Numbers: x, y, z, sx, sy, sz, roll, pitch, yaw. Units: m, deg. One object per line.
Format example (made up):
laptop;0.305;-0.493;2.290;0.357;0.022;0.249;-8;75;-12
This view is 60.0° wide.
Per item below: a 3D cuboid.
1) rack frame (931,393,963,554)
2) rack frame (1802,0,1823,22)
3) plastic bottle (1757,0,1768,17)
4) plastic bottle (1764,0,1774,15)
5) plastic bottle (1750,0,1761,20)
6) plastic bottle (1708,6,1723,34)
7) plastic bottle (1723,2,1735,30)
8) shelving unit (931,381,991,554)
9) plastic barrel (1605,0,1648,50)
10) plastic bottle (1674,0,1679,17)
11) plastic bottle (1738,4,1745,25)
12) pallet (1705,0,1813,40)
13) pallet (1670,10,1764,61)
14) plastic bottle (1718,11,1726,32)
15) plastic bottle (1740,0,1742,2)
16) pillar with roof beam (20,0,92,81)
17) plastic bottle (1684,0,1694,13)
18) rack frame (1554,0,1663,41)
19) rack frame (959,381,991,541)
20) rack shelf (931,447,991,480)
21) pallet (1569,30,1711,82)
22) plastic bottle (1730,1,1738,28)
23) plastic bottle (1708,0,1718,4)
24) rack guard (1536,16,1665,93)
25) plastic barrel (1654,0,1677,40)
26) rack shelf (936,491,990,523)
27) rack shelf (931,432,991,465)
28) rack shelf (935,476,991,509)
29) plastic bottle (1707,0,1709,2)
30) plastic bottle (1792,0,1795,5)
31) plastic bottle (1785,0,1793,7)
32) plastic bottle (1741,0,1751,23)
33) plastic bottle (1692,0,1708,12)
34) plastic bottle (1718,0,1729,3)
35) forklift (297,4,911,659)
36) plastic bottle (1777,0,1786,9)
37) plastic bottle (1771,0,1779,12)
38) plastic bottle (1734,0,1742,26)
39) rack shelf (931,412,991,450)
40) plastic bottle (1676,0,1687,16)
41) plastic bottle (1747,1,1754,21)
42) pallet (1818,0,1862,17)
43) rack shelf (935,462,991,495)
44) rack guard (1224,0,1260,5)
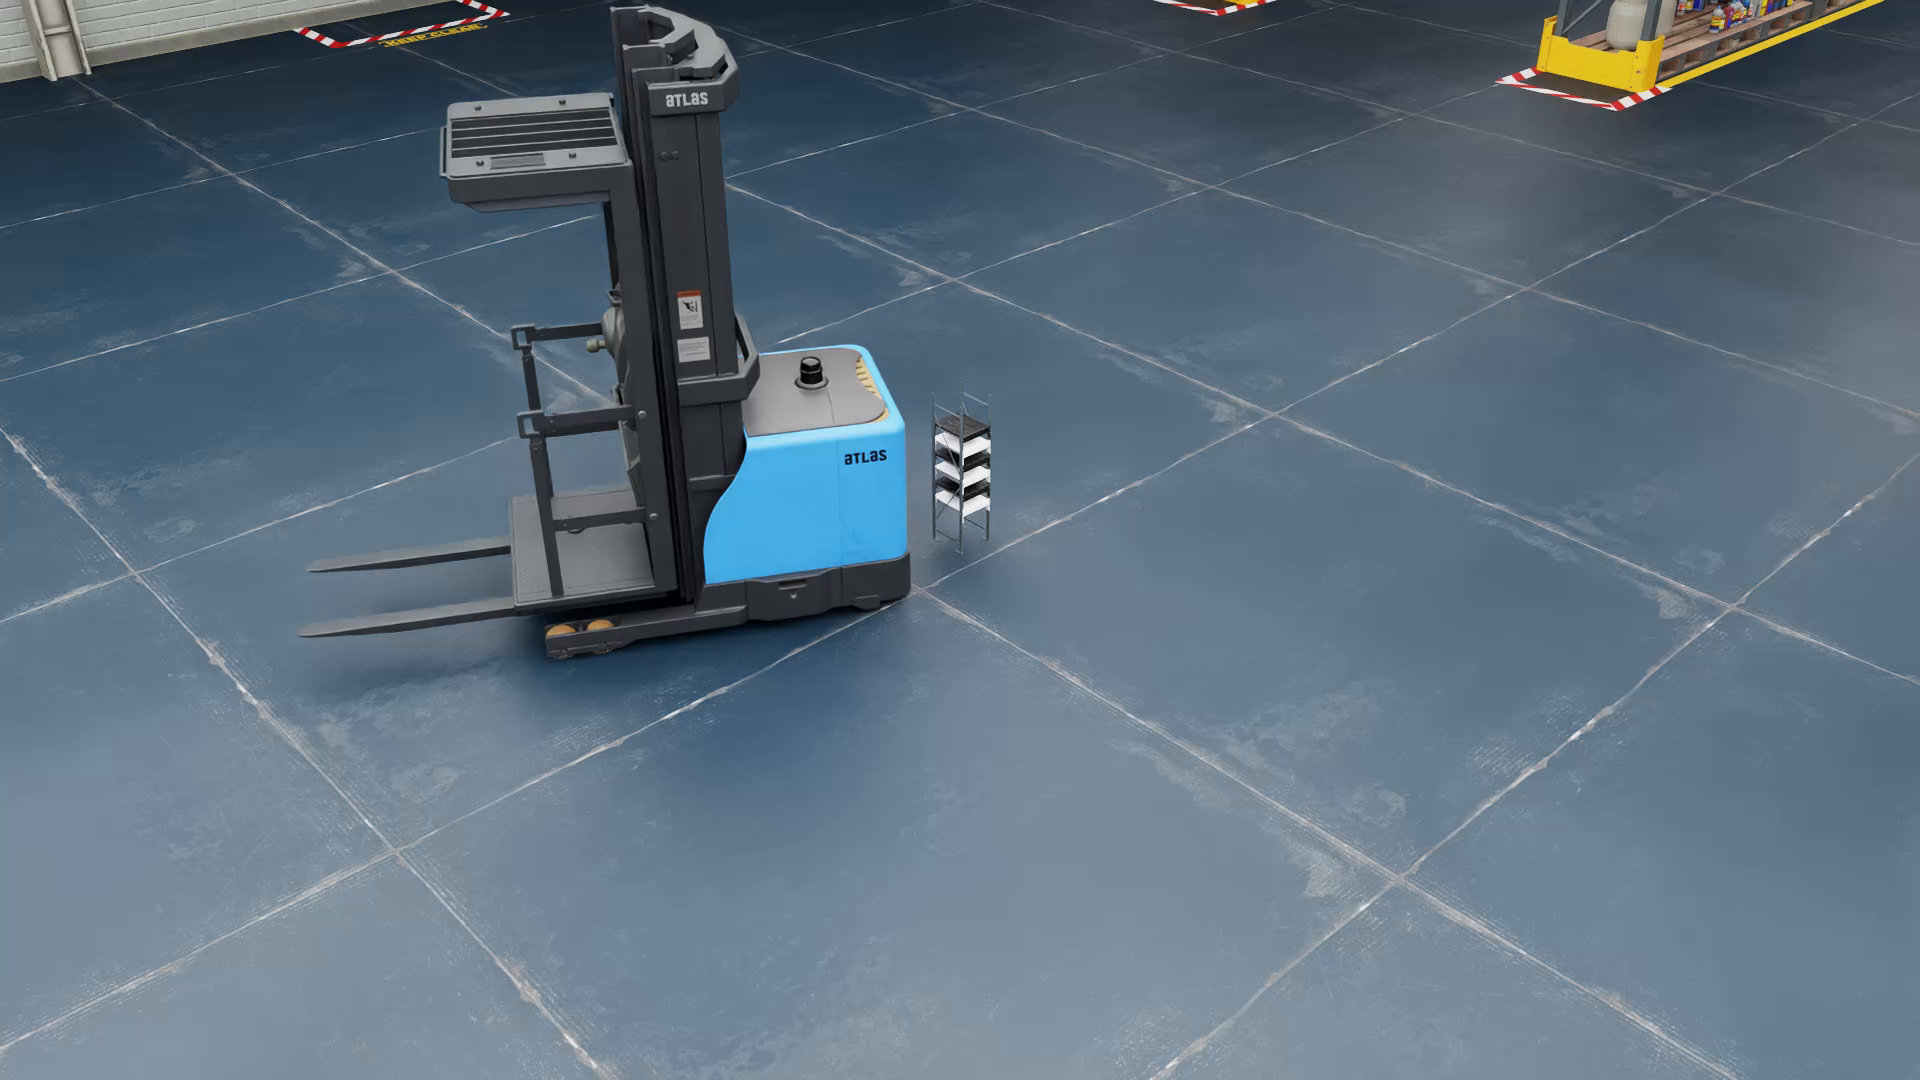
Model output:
rack frame;-0.069;-0.351;8.961;0.006;0.900;0.240;-26;40;-35
rack frame;9.375;-7.366;18.421;0.127;3.000;1.000;-26;40;-35
plastic bottle;8.722;-5.903;18.145;0.185;0.351;0.144;-26;40;-36
plastic bottle;8.867;-5.915;18.230;0.133;0.283;0.061;-23;38;-32
plastic bottle;8.600;-5.815;18.073;0.135;0.276;0.152;-25;39;-35
plastic bottle;7.984;-5.495;17.555;0.097;0.271;0.097;0;31;0
plastic bottle;8.162;-5.574;17.672;0.133;0.283;0.061;-25;39;-35
shelving unit;0.006;-0.387;9.020;0.210;0.900;0.258;-26;40;-35
plastic barrel;6.873;-5.328;17.070;0.421;0.512;0.421;0;31;0
plastic bottle;7.767;-5.834;18.097;0.133;0.283;0.061;-26;40;-35
plastic bottle;8.381;-5.658;17.887;0.097;0.201;0.097;0;31;0
pallet;8.855;-5.954;18.785;1.213;0.211;1.003;-26;40;-35
pallet;7.960;-5.520;18.074;1.213;0.211;1.003;-26;40;-35
plastic bottle;8.060;-5.502;17.633;0.097;0.201;0.097;0;31;0
plastic bottle;8.527;-5.858;18.137;0.133;0.283;0.061;-26;40;-35
pillar with roof beam;-6.241;-6.973;12.027;0.400;9.000;9.100;-26;40;-35
plastic bottle;8.029;-5.918;18.314;0.097;0.201;0.097;0;31;0
rack frame;6.442;-5.948;16.101;0.127;3.000;1.000;-26;40;-35
rack frame;0.081;-0.423;9.079;0.006;0.900;0.240;-26;40;-35
rack shelf;0.006;-0.435;8.990;0.200;0.077;0.258;-26;40;-35
pallet;7.065;-5.089;17.370;1.213;0.211;1.003;-26;40;-35
plastic bottle;8.235;-5.617;17.754;0.097;0.271;0.097;0;31;0
plastic bottle;8.477;-6.165;18.650;0.097;0.271;0.097;0;31;0
rack guard;6.466;-4.926;16.827;0.348;0.500;1.175;-26;40;-35
plastic barrel;7.241;-5.506;17.361;0.421;0.512;0.421;0;31;0
rack shelf;0.006;-0.205;9.131;0.200;0.077;0.258;-26;40;-35
rack shelf;0.006;-0.512;8.943;0.200;0.077;0.258;-26;40;-35
rack shelf;0.006;-0.282;9.084;0.200;0.077;0.258;-26;40;-35
plastic bottle;8.363;-6.229;18.680;0.144;0.351;0.185;27;41;37
plastic bottle;9.321;-6.112;18.631;0.097;0.201;0.097;0;31;0
plastic bottle;9.247;-6.098;18.530;0.133;0.283;0.061;-24;39;-33
plastic bottle;8.457;-5.724;17.929;0.097;0.271;0.097;0;31;0
plastic bottle;8.170;-5.999;18.374;0.135;0.276;0.152;-26;40;-35
plastic bottle;8.599;-6.241;18.699;0.185;0.351;0.144;-26;40;-35
forklift;-1.833;-0.963;8.015;3.031;2.935;1.130;-8;32;-12
plastic bottle;9.099;-6.085;18.444;0.185;0.351;0.144;-27;41;-37
plastic bottle;8.958;-6.017;18.333;0.144;0.351;0.185;27;40;37
plastic bottle;8.308;-5.652;17.812;0.097;0.271;0.097;0;31;0
rack shelf;0.006;-0.589;8.896;0.200;0.077;0.258;-26;40;-35
plastic bottle;7.895;-5.848;18.198;0.097;0.201;0.097;0;31;0
plastic bottle;8.532;-5.730;18.007;0.097;0.201;0.097;0;31;0
pallet;9.925;-6.470;19.629;1.213;0.211;1.003;-26;40;-35
rack shelf;0.006;-0.358;9.037;0.200;0.077;0.258;-26;40;-35
rack guard;3.060;-6.769;19.840;0.348;0.500;1.175;-26;40;-35
